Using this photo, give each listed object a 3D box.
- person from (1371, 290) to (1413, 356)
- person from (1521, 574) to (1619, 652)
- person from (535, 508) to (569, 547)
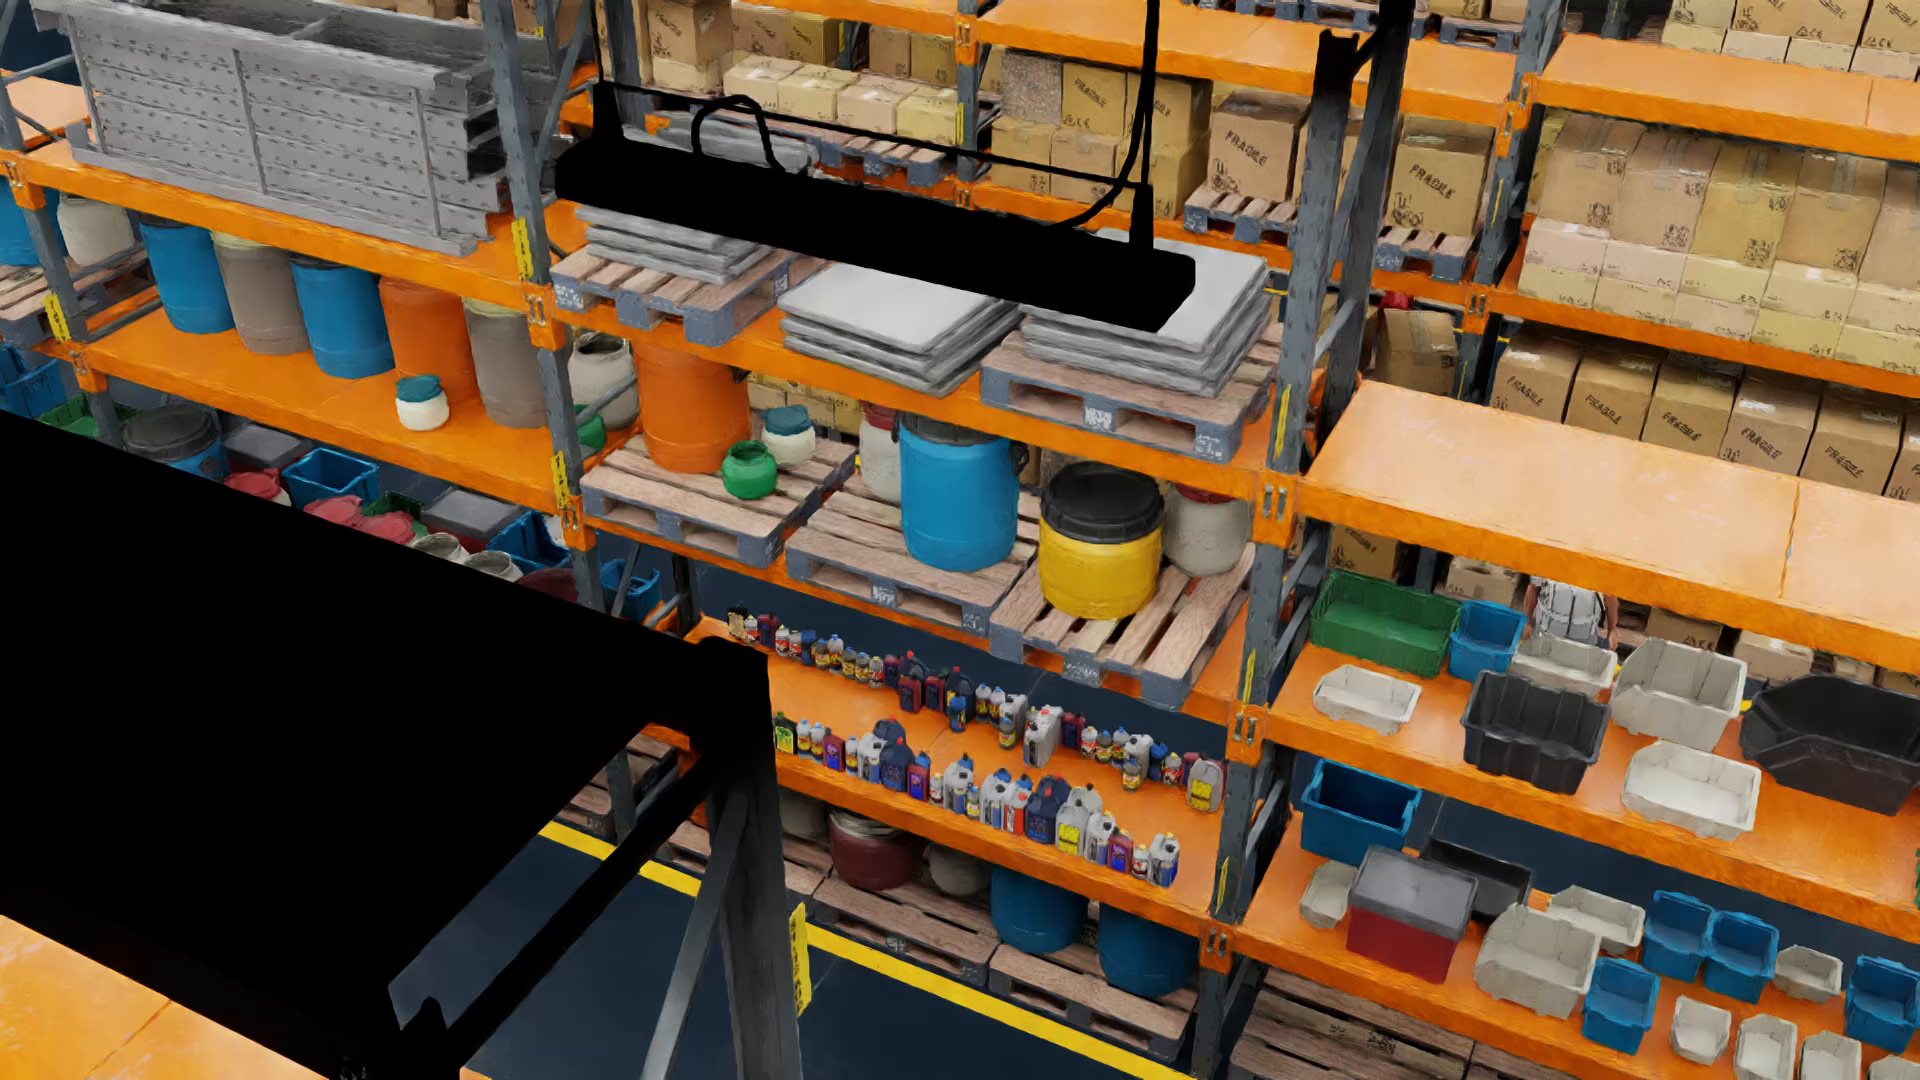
[{"bbox_3d":[3.880,-1.796,14.972,1.126,1.645,0.539,18,39,23],"label":"person"},{"bbox_3d":[4.192,0.588,11.467,0.684,1.768,0.416,10,36,14],"label":"person"},{"bbox_3d":[-2.912,0.259,12.061,0.999,1.619,0.483,23,41,29],"label":"person"}]
